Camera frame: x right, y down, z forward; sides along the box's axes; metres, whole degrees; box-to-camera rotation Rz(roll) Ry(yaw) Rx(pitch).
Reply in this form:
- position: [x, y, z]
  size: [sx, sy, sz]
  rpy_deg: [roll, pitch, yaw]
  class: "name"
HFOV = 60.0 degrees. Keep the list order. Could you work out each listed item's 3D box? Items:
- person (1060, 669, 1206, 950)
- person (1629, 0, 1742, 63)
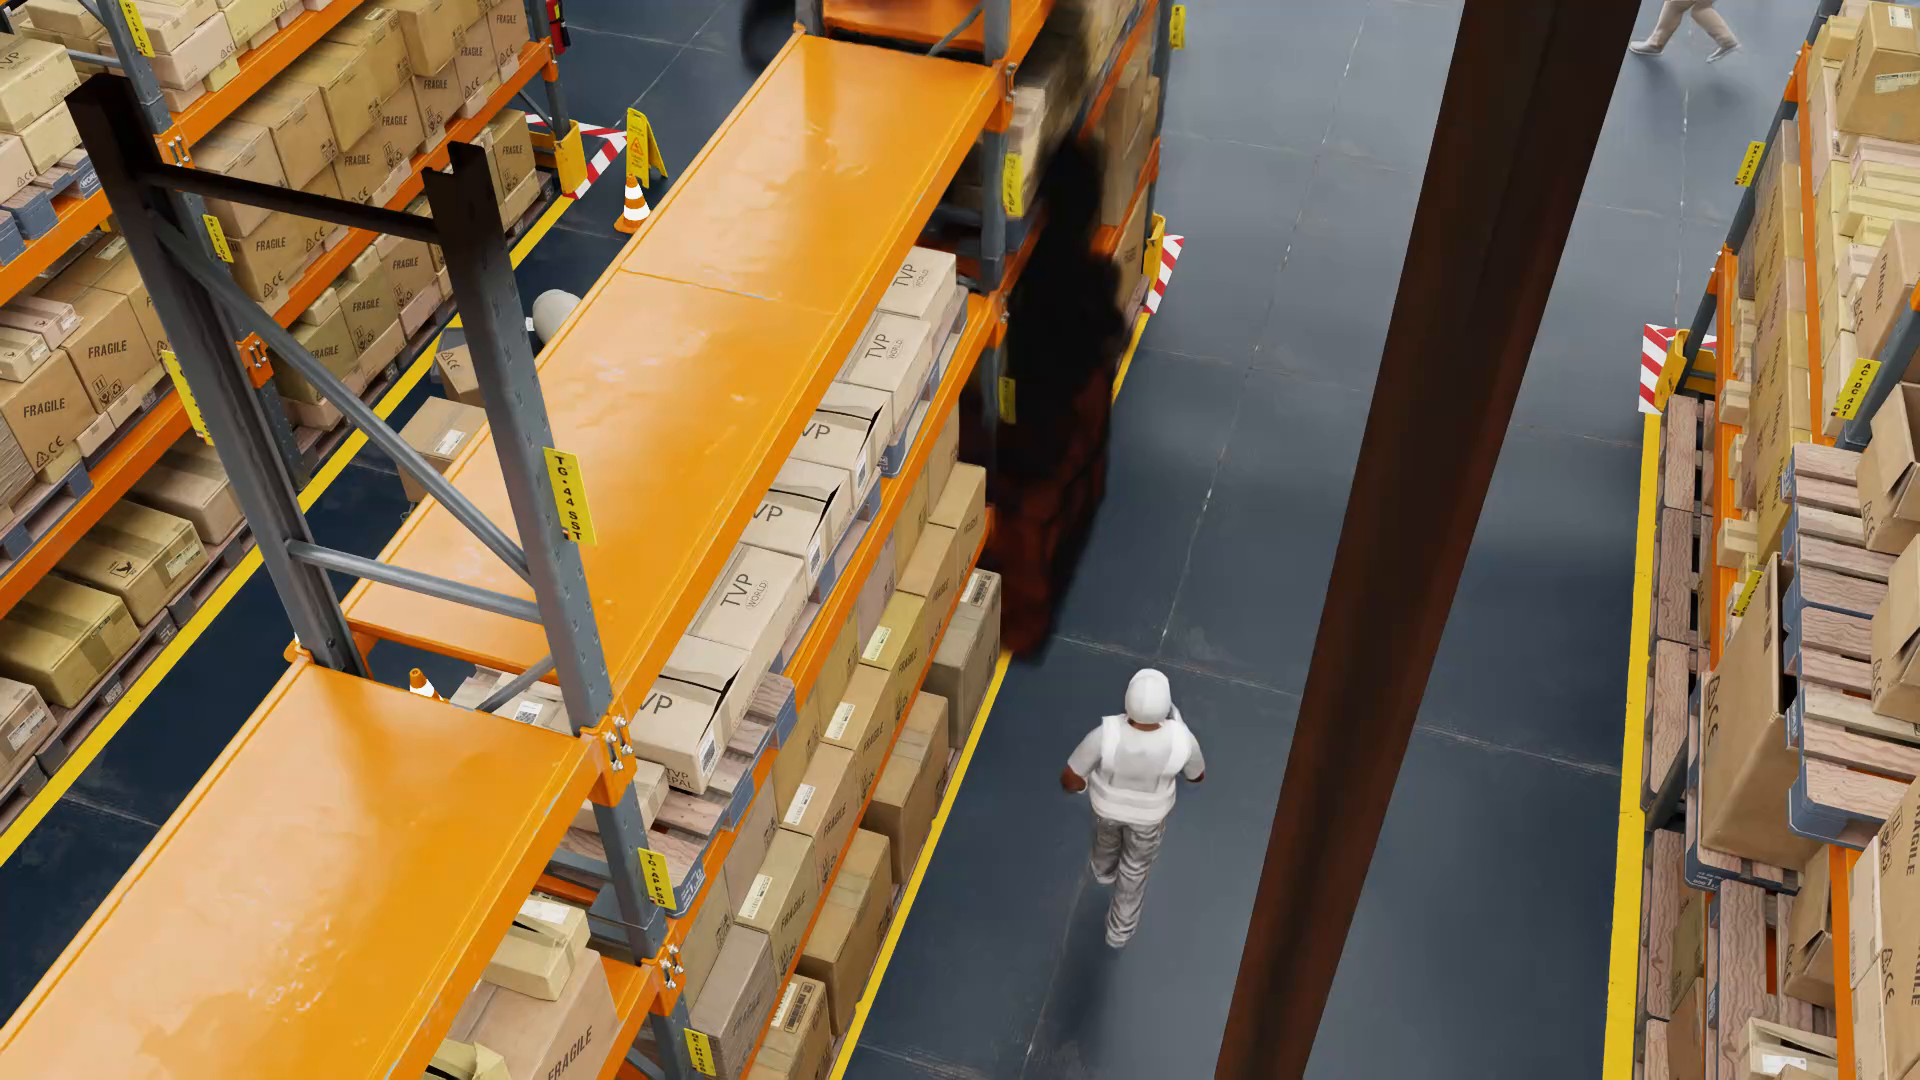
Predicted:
- position: [0.853, 1.304, 8.252]
  size: [0.656, 1.906, 0.753]
  rpy_deg: [10, 47, 10]
  class: "person"
- position: [6.669, -5.030, 14.845]
  size: [0.954, 1.723, 0.664]
  rpy_deg: [35, 55, 29]
  class: "person"
